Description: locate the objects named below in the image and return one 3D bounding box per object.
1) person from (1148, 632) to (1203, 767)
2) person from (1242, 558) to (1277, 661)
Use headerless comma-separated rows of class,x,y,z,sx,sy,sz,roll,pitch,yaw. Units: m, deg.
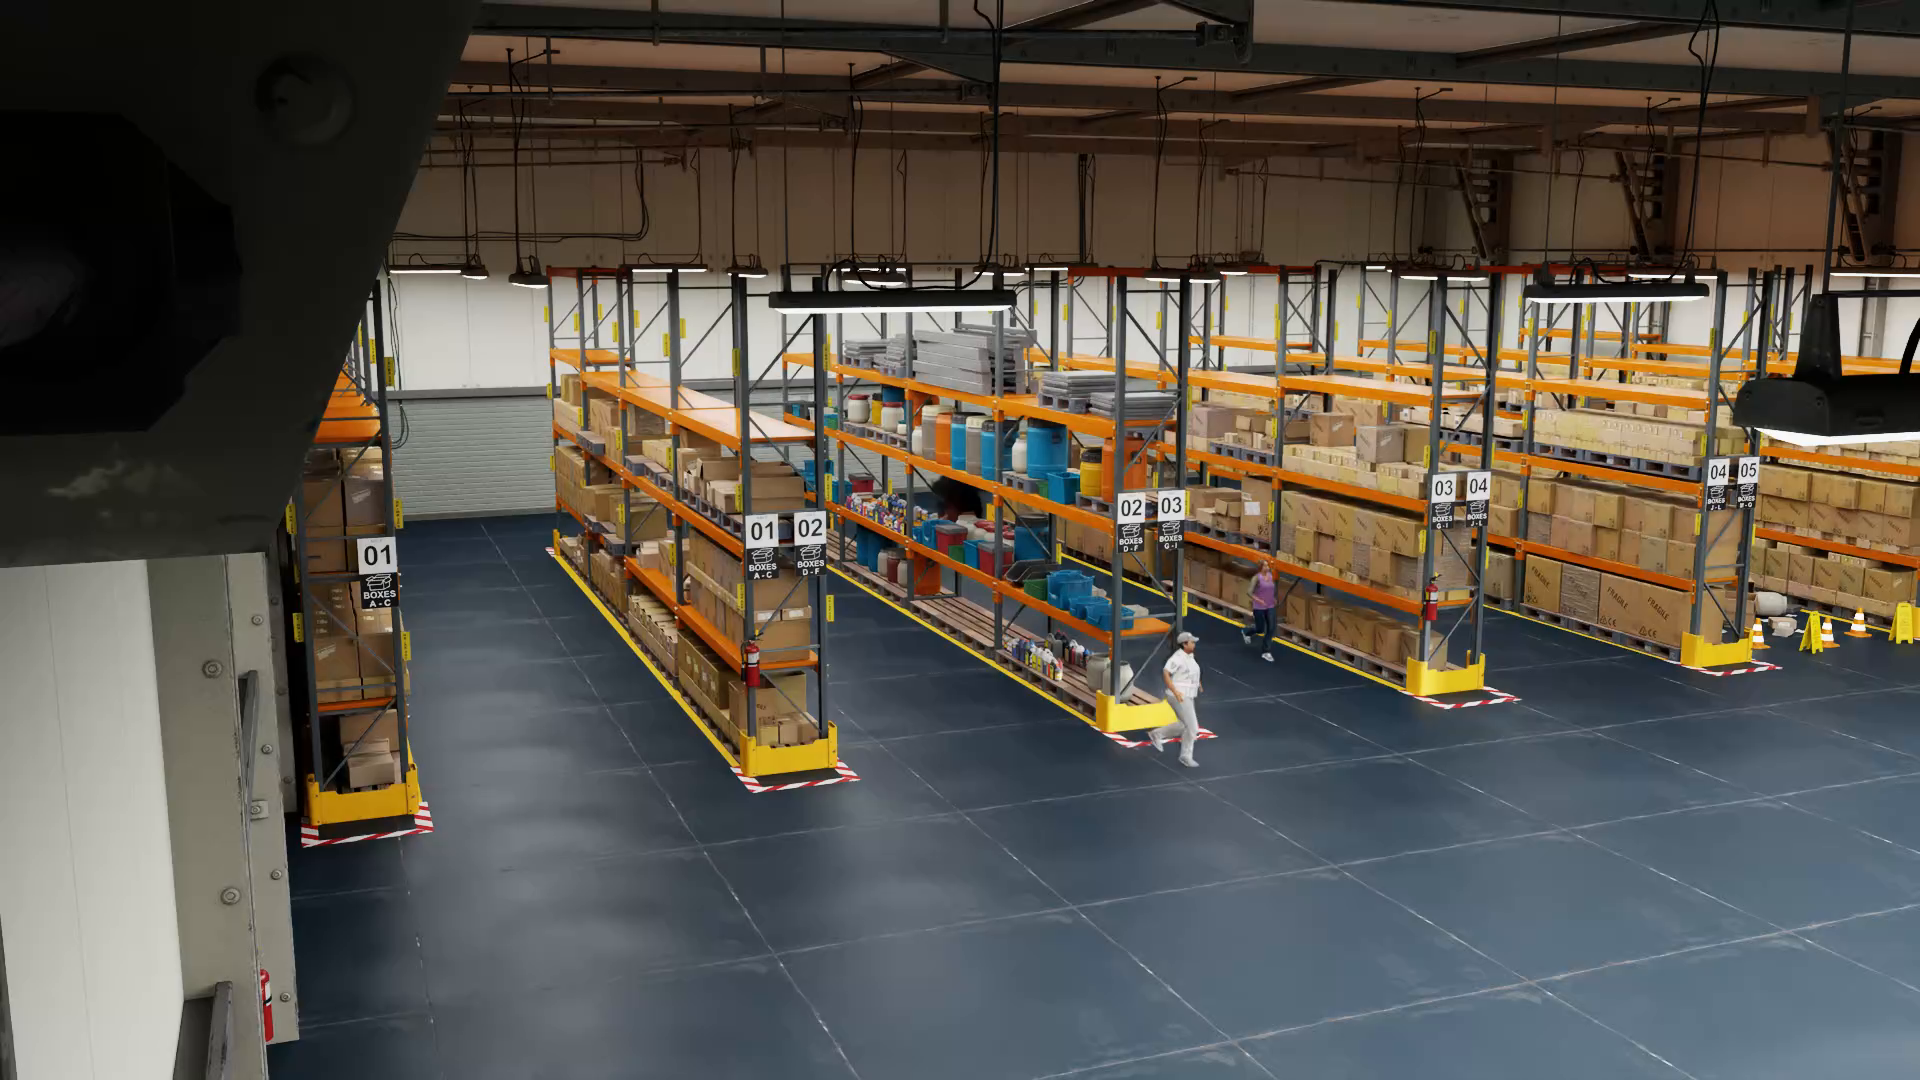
person,2.731,1.974,20.823,0.743,1.668,0.647,5,11,26
person,4.719,1.063,26.071,0.547,1.584,0.759,-5,11,-25
